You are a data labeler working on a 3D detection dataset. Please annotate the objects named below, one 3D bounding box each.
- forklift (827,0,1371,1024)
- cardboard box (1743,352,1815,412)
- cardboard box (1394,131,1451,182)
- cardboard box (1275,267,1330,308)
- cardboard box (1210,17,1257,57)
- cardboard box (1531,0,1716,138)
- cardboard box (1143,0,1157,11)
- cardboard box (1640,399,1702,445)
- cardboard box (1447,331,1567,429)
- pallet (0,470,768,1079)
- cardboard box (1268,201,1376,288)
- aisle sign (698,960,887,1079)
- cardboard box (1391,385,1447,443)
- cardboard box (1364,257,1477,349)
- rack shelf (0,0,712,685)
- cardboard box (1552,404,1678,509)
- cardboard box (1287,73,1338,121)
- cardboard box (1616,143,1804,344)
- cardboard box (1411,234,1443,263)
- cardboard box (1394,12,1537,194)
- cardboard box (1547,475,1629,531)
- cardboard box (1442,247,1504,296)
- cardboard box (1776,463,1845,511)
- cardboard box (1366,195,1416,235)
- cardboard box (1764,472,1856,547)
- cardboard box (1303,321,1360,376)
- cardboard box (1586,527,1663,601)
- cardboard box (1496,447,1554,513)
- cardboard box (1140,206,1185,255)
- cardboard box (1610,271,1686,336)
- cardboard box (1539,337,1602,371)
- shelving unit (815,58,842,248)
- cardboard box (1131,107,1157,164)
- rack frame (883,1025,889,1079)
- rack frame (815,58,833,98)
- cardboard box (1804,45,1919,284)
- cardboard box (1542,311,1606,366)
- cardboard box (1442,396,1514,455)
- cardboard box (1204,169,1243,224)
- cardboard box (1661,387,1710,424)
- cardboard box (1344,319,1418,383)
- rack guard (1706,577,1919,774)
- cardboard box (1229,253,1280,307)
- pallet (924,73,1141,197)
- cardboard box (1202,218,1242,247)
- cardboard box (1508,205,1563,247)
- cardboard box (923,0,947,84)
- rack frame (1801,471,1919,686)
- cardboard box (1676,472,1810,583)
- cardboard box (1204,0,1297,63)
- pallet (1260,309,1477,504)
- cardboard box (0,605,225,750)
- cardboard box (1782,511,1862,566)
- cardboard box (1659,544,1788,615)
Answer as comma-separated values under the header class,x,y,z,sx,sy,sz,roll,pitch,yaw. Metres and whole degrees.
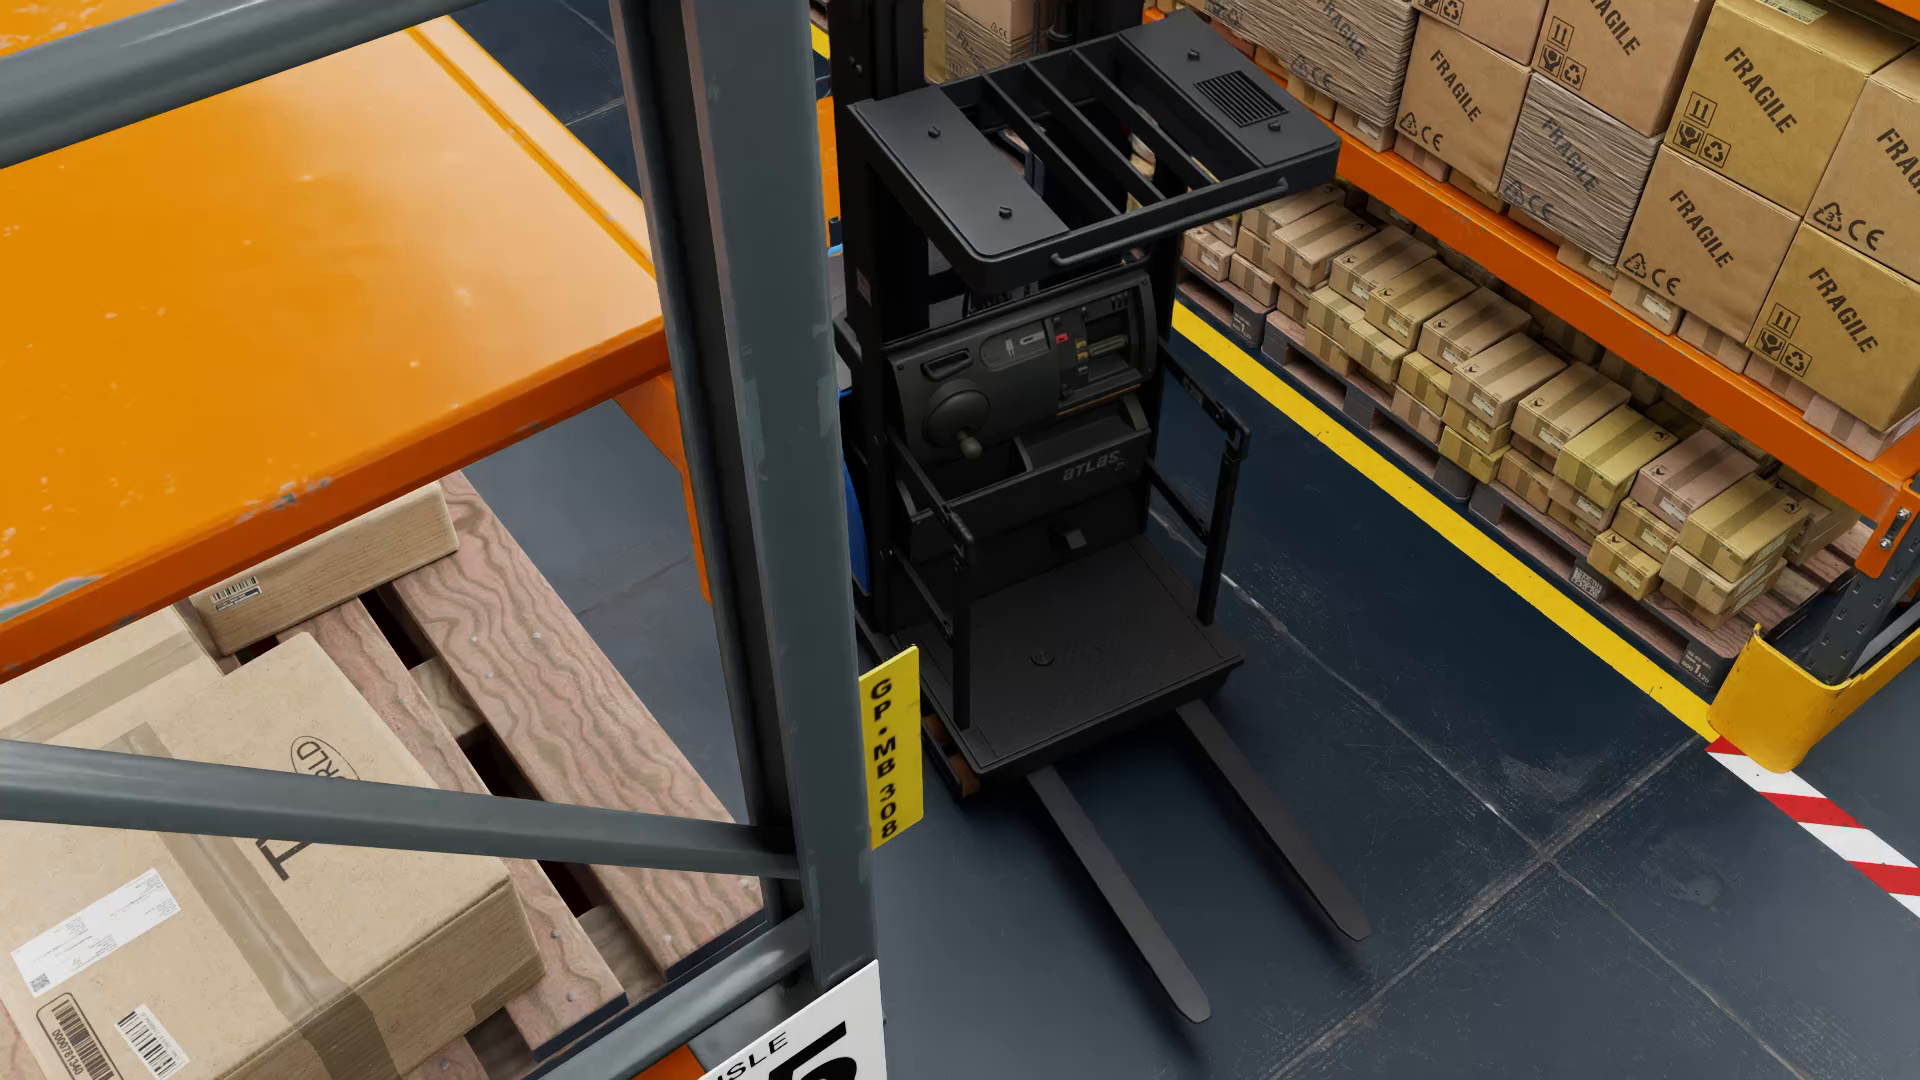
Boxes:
class,x,y,z,sx,sy,sz,roll,pitch,yaw
forklift,0.319,-0.457,5.184,1.130,2.935,3.031,-21,51,-18
cardboard box,2.805,-0.610,5.446,0.380,0.149,0.250,-29,54,-24
cardboard box,1.873,-1.533,6.284,0.380,0.149,0.250,-27,53,-23
cardboard box,1.601,-1.180,7.234,0.380,0.149,0.250,-27,53,-22
cardboard box,1.256,-2.173,6.863,0.380,0.149,0.250,-32,55,-25
cardboard box,2.245,-1.694,5.317,0.500,0.500,0.500,-27,53,-22
cardboard box,0.838,-2.425,7.093,0.380,0.149,0.250,-28,53,-23
cardboard box,2.896,-0.464,6.585,0.380,0.149,0.250,-29,54,-24
cardboard box,2.149,-0.631,6.536,0.380,0.149,0.250,-28,53,-23
pallet,-0.987,0.405,2.393,1.003,0.211,1.213,-29,54,-24
cardboard box,1.547,-1.265,7.110,0.380,0.149,0.250,-28,54,-23
aisle sign,-0.256,0.854,2.195,0.394,0.787,0.004,-29,54,-24
cardboard box,2.022,-0.598,6.907,0.380,0.149,0.250,-28,54,-23
cardboard box,1.896,-0.978,6.850,0.380,0.149,0.250,-29,54,-24
rack shelf,-1.741,-1.003,2.340,1.077,0.370,4.000,-29,54,-24
cardboard box,2.462,-0.317,6.250,0.380,0.149,0.250,-31,55,-25
cardboard box,1.517,-1.832,6.554,0.380,0.149,0.250,-28,54,-23
cardboard box,2.564,-1.054,5.412,0.500,0.500,0.500,-30,55,-25
cardboard box,2.110,-1.259,7.306,0.380,0.149,0.250,-32,55,-26
cardboard box,1.956,-1.647,5.949,0.500,0.500,0.500,-27,53,-22
cardboard box,2.486,-0.237,6.379,0.380,0.149,0.250,-32,55,-25
cardboard box,2.261,-1.182,7.035,0.380,0.149,0.250,-29,54,-24
cardboard box,3.302,-0.310,6.244,0.380,0.149,0.250,-32,55,-26
cardboard box,2.024,-1.531,7.352,0.380,0.149,0.250,-32,55,-26
cardboard box,3.236,-0.173,6.321,0.380,0.149,0.250,-27,53,-23
cardboard box,1.709,-0.901,7.182,0.380,0.149,0.250,-31,55,-25
cardboard box,2.627,0.028,6.339,0.380,0.149,0.250,-28,54,-23
cardboard box,2.376,-0.306,6.642,0.380,0.149,0.250,-29,54,-24
cardboard box,1.052,-1.491,7.717,0.380,0.149,0.250,-28,54,-23
cardboard box,2.469,-0.891,5.701,0.380,0.149,0.250,-28,54,-23
cardboard box,2.591,-0.778,6.869,0.380,0.149,0.250,-32,55,-26
shelving unit,-0.510,-1.256,7.129,0.538,1.125,1.048,-21,51,-18
cardboard box,0.970,-1.911,7.696,0.380,0.149,0.250,-27,53,-23
rack frame,-0.530,1.815,3.079,1.000,3.000,0.127,-29,54,-24
rack frame,-0.746,-1.590,7.431,0.500,1.125,0.032,-21,51,-18
cardboard box,2.873,-1.093,4.772,0.500,0.500,0.500,-30,55,-25
cardboard box,2.612,-0.901,6.780,0.380,0.149,0.250,-27,53,-23
cardboard box,2.162,-0.537,6.651,0.380,0.149,0.250,-29,54,-23
cardboard box,1.282,-1.595,7.409,0.380,0.149,0.250,-30,54,-24
cardboard box,2.988,-0.624,6.529,0.380,0.149,0.250,-30,54,-24
cardboard box,1.833,-0.846,6.931,0.380,0.149,0.250,-29,54,-24
rack guard,3.303,0.330,6.113,1.175,0.500,0.348,-29,54,-24
cardboard box,1.438,-1.241,7.490,0.380,0.149,0.250,-30,55,-25
pallet,0.454,-2.345,8.733,1.003,0.211,1.213,-29,54,-24
cardboard box,1.292,-1.513,7.536,0.380,0.149,0.250,-30,54,-24
cardboard box,2.216,-1.245,6.023,0.380,0.149,0.250,-32,55,-25
cardboard box,-0.032,-2.751,8.622,0.500,0.500,0.500,-31,55,-25
rack frame,3.349,-0.465,5.146,1.000,3.000,0.127,-29,54,-24
cardboard box,2.826,-0.047,6.006,0.380,0.149,0.250,-29,54,-24
cardboard box,1.331,-2.263,6.508,0.500,0.500,0.500,-29,54,-24
pallet,2.104,-0.787,7.320,1.003,0.211,1.213,-29,54,-24
cardboard box,-1.191,0.281,2.263,0.380,0.149,0.250,-33,56,-27
cardboard box,3.286,-0.101,6.457,0.380,0.149,0.250,-28,54,-23
cardboard box,2.802,0.068,6.102,0.380,0.149,0.250,-31,55,-25
